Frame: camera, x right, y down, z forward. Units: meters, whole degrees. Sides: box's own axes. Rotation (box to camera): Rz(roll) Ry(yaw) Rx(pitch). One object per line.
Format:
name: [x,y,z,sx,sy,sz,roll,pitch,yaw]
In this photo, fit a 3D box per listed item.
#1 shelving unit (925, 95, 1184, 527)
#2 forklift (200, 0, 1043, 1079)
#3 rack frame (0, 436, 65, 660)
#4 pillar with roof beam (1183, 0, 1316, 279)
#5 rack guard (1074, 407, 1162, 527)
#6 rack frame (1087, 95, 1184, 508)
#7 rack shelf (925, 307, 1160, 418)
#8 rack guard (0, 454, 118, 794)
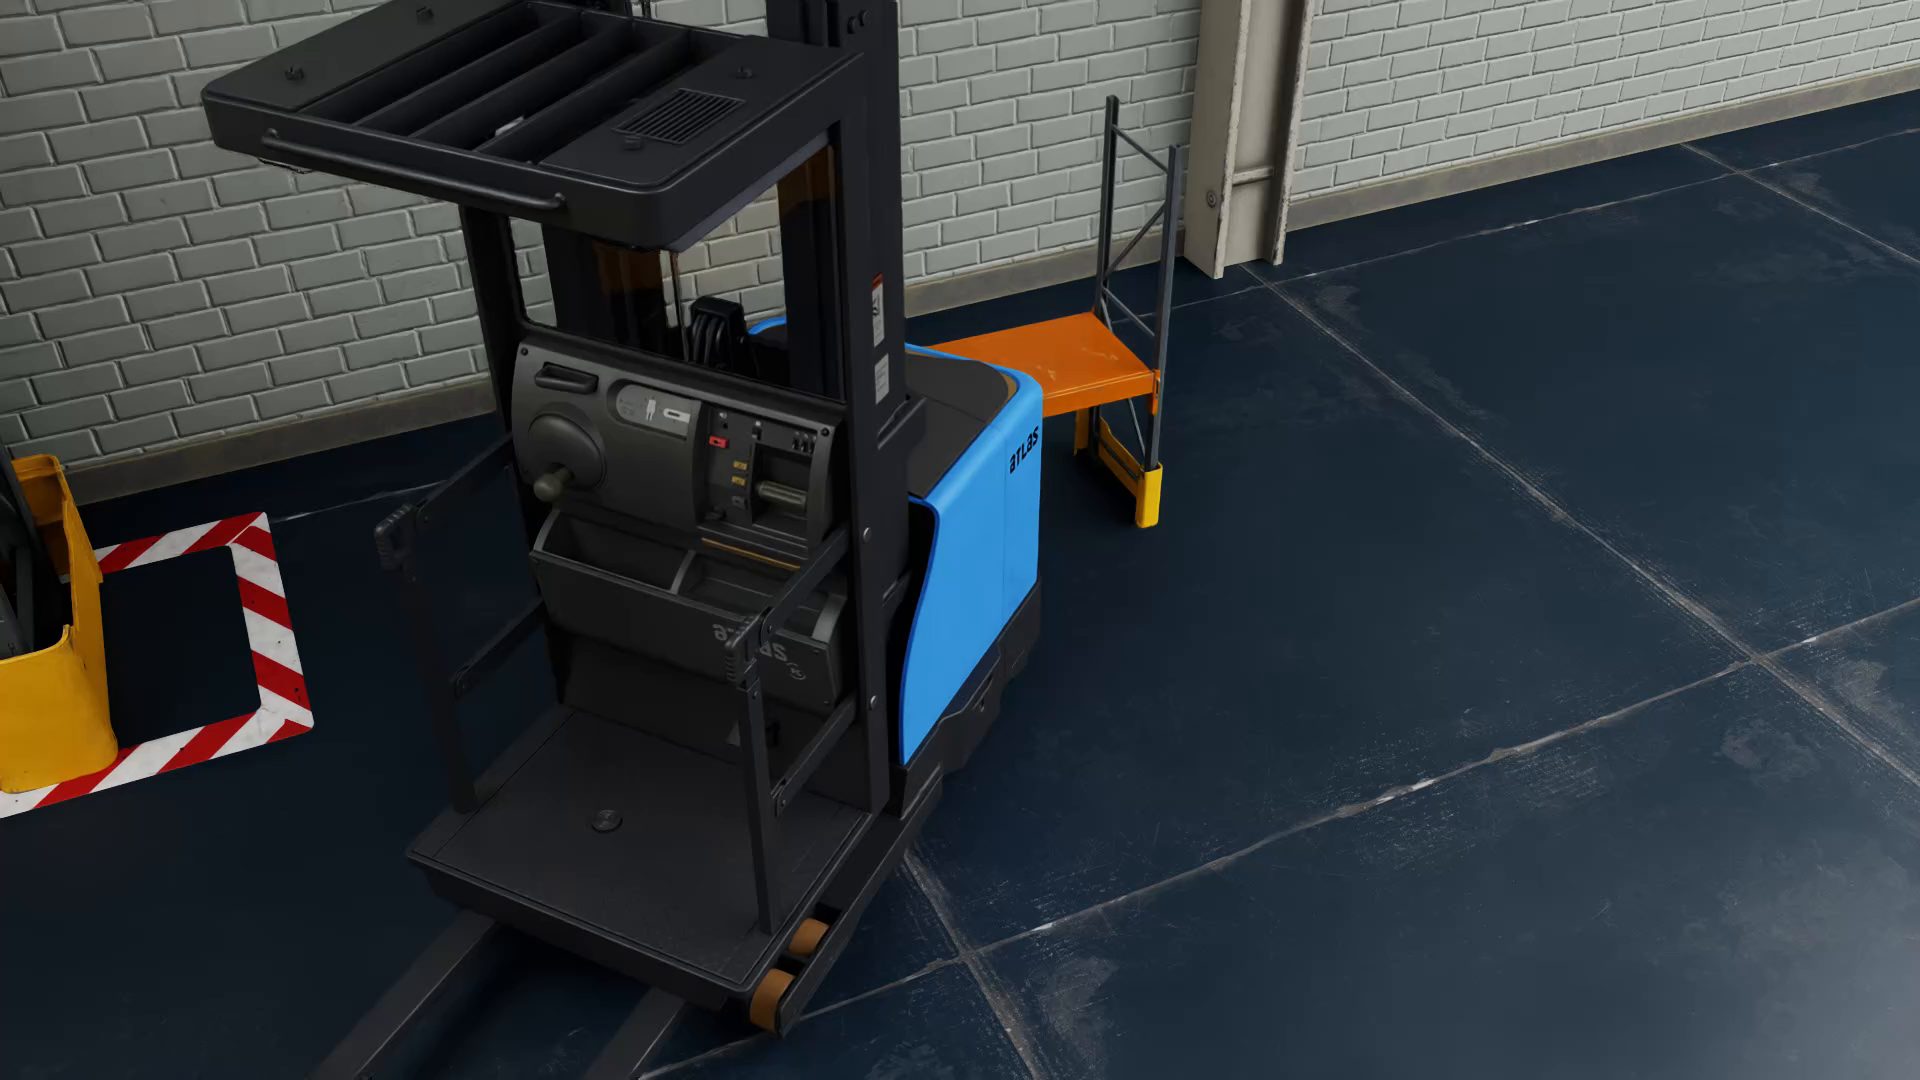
shelving unit: [0.150,-0.700,5.935,1.083,1.500,0.587,-14,39,-18]
forklift: [-0.819,-0.158,4.002,1.130,2.935,3.031,16,39,20]
rack frame: [-3.097,-0.752,4.746,0.127,3.000,1.000,-16,39,-20]
pillar with roof beam: [3.150,-2.669,2.294,0.400,9.000,9.100,-16,39,-20]
rack guard: [0.608,-0.315,6.465,0.087,0.250,0.587,-14,39,-18]
rack frame: [0.625,-0.822,6.099,0.032,1.500,0.500,-14,39,-18]
rack shelf: [0.158,-0.558,6.045,1.000,0.185,0.538,-14,39,-18]
rack guard: [-3.075,0.246,5.499,0.348,0.500,1.175,-16,39,-20]
